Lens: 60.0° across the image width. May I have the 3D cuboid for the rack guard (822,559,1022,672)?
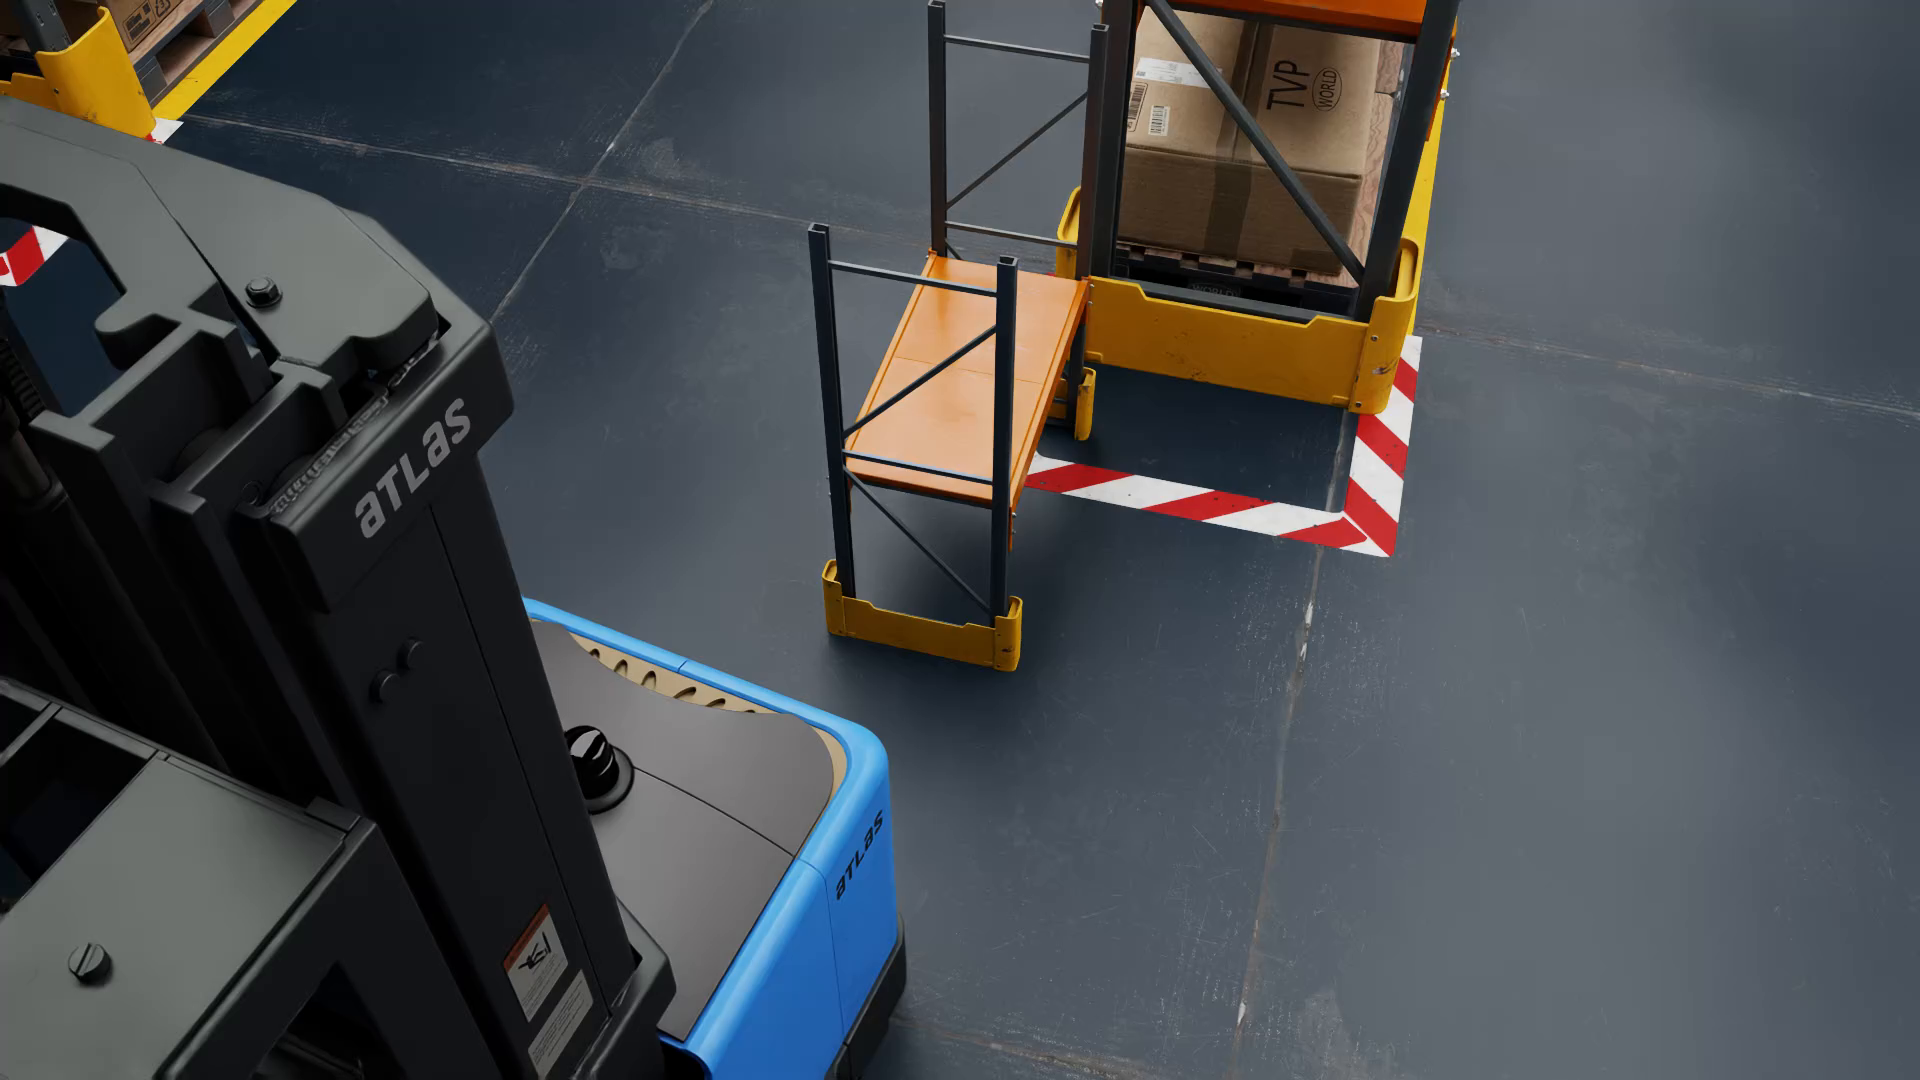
[{"bbox_3d":[-0.111,0.222,4.887,0.587,0.250,0.087,12,50,10],"label":"rack guard"}]

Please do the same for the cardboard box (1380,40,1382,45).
[{"bbox_3d":[1.232,-2.112,6.542,0.875,0.438,0.875,13,50,11],"label":"cardboard box"}]

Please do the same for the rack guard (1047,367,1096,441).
[{"bbox_3d":[0.151,-0.498,5.523,0.587,0.250,0.087,12,50,10],"label":"rack guard"}]

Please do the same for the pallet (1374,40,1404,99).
[{"bbox_3d":[1.380,-2.211,7.061,1.003,0.211,1.213,12,50,10],"label":"pallet"}]

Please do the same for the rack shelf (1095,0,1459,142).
[{"bbox_3d":[1.448,-2.869,6.261,1.077,0.370,4.000,12,50,10],"label":"rack shelf"}]

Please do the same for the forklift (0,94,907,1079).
[{"bbox_3d":[-1.208,1.004,2.409,1.130,2.935,3.031,19,51,16],"label":"forklift"}]

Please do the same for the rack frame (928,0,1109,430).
[{"bbox_3d":[0.156,-0.926,5.067,0.500,1.500,0.032,12,50,10],"label":"rack frame"}]

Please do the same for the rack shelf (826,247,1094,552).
[{"bbox_3d":[0.022,-0.439,4.877,0.538,0.185,1.000,12,50,10],"label":"rack shelf"}]

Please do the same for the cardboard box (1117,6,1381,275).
[{"bbox_3d":[0.999,-1.449,5.957,0.875,0.438,0.875,10,49,9],"label":"cardboard box"}]

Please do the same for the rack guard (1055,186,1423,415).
[{"bbox_3d":[0.915,-0.816,5.637,1.175,0.500,0.348,12,50,10],"label":"rack guard"}]

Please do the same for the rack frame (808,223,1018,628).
[{"bbox_3d":[-0.111,-0.190,4.418,0.500,1.500,0.032,12,50,10],"label":"rack frame"}]

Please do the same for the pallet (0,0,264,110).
[{"bbox_3d":[-3.639,-2.346,7.180,1.003,0.211,1.213,12,50,10],"label":"pallet"}]

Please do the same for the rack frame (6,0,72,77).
[{"bbox_3d":[-3.868,-2.637,5.577,1.000,3.000,0.127,12,50,10],"label":"rack frame"}]

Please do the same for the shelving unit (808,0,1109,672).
[{"bbox_3d":[0.020,-0.551,4.736,0.587,1.500,1.083,12,50,10],"label":"shelving unit"}]

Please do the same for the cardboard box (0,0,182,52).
[{"bbox_3d":[-3.615,-2.374,6.729,0.797,0.503,0.637,10,49,9],"label":"cardboard box"}]

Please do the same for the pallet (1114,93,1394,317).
[{"bbox_3d":[1.057,-1.331,6.284,1.003,0.211,1.213,12,50,10],"label":"pallet"}]

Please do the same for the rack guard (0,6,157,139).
[{"bbox_3d":[-3.848,-1.865,6.563,1.175,0.500,0.348,12,50,10],"label":"rack guard"}]

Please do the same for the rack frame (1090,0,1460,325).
[{"bbox_3d":[0.922,-1.660,4.715,1.000,3.000,0.127,12,50,10],"label":"rack frame"}]
